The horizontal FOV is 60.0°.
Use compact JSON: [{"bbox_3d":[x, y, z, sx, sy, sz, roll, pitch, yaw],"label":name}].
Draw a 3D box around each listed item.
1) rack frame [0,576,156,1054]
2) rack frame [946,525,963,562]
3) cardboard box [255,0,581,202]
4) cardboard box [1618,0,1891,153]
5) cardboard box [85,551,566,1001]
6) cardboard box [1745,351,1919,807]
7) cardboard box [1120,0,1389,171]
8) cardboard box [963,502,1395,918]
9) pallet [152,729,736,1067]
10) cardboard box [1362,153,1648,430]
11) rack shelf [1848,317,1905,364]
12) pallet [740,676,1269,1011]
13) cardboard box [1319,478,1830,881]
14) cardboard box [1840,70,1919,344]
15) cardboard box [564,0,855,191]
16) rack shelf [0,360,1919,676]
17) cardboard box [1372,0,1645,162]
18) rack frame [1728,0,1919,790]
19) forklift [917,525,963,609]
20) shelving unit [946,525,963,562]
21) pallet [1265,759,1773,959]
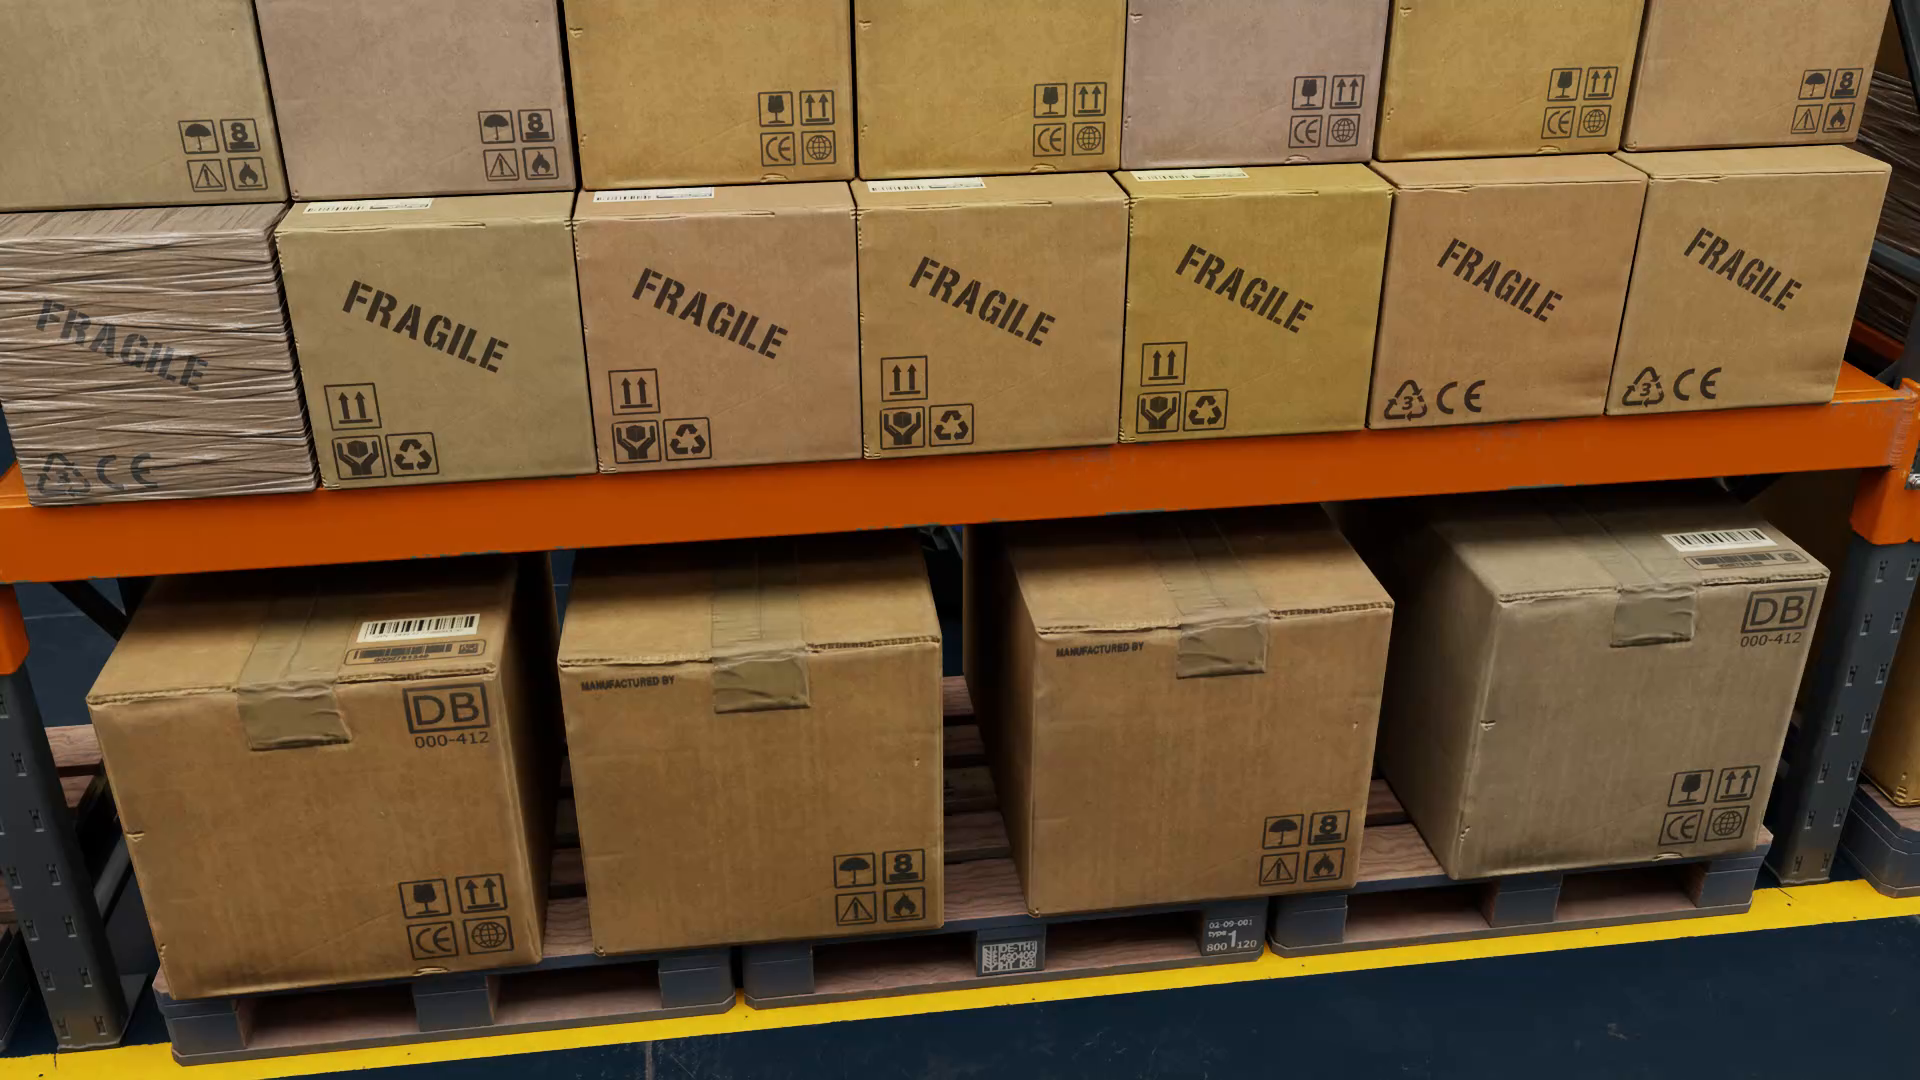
[{"bbox_3d":[-1.952,-0.455,3.352,0.127,3.000,1.000,-4,27,-7],"label":"rack frame"},{"bbox_3d":[0.173,-0.273,4.501,0.013,0.981,0.475,0,45,-27],"label":"rack frame"},{"bbox_3d":[-1.005,-1.001,3.211,0.500,0.500,0.700,-4,27,-8],"label":"cardboard box"},{"bbox_3d":[1.518,-1.165,3.530,0.500,0.500,0.700,-4,27,-8],"label":"cardboard box"},{"bbox_3d":[-1.336,0.361,3.766,0.750,0.750,1.050,-4,27,-8],"label":"cardboard box"},{"bbox_3d":[2.642,0.040,4.253,0.875,0.875,0.875,-3,27,-6],"label":"cardboard box"},{"bbox_3d":[0.509,-1.099,3.402,0.500,0.500,0.700,-3,27,-7],"label":"cardboard box"},{"bbox_3d":[0.451,0.244,3.993,0.750,0.750,1.050,-4,27,-7],"label":"cardboard box"},{"bbox_3d":[-1.161,0.769,4.020,1.213,0.211,1.003,-4,27,-7],"label":"pallet"},{"bbox_3d":[1.029,-0.568,3.462,0.500,0.500,0.500,-4,27,-8],"label":"cardboard box"},{"bbox_3d":[3.990,-0.636,4.199,3.809,0.052,0.919,-4,27,-7],"label":"rack shelf"},{"bbox_3d":[-1.744,-0.368,6.237,4.108,0.211,6.107,-4,27,-7],"label":"pallet"},{"bbox_3d":[1.407,0.185,4.109,0.750,0.750,1.050,-4,27,-7],"label":"cardboard box"},{"bbox_3d":[2.373,-0.805,3.869,0.550,0.550,0.875,-4,27,-7],"label":"cardboard box"},{"bbox_3d":[-0.498,-1.035,3.277,0.500,0.500,0.700,-4,27,-8],"label":"cardboard box"},{"bbox_3d":[0.029,-0.262,3.764,4.000,0.370,1.077,-4,27,-7],"label":"rack shelf"},{"bbox_3d":[1.009,-1.131,3.464,0.500,0.500,0.700,-4,27,-8],"label":"cardboard box"},{"bbox_3d":[2.009,-0.708,3.845,0.053,2.616,0.949,-4,27,-7],"label":"rack frame"},{"bbox_3d":[-0.606,-1.442,5.447,3.031,2.843,1.129,15,31,27],"label":"forklift"},{"bbox_3d":[0.627,-0.275,4.729,1.030,0.981,0.538,0,45,-27],"label":"shelving unit"},{"bbox_3d":[1.255,0.614,4.322,1.213,0.211,1.003,-4,27,-7],"label":"pallet"}]
